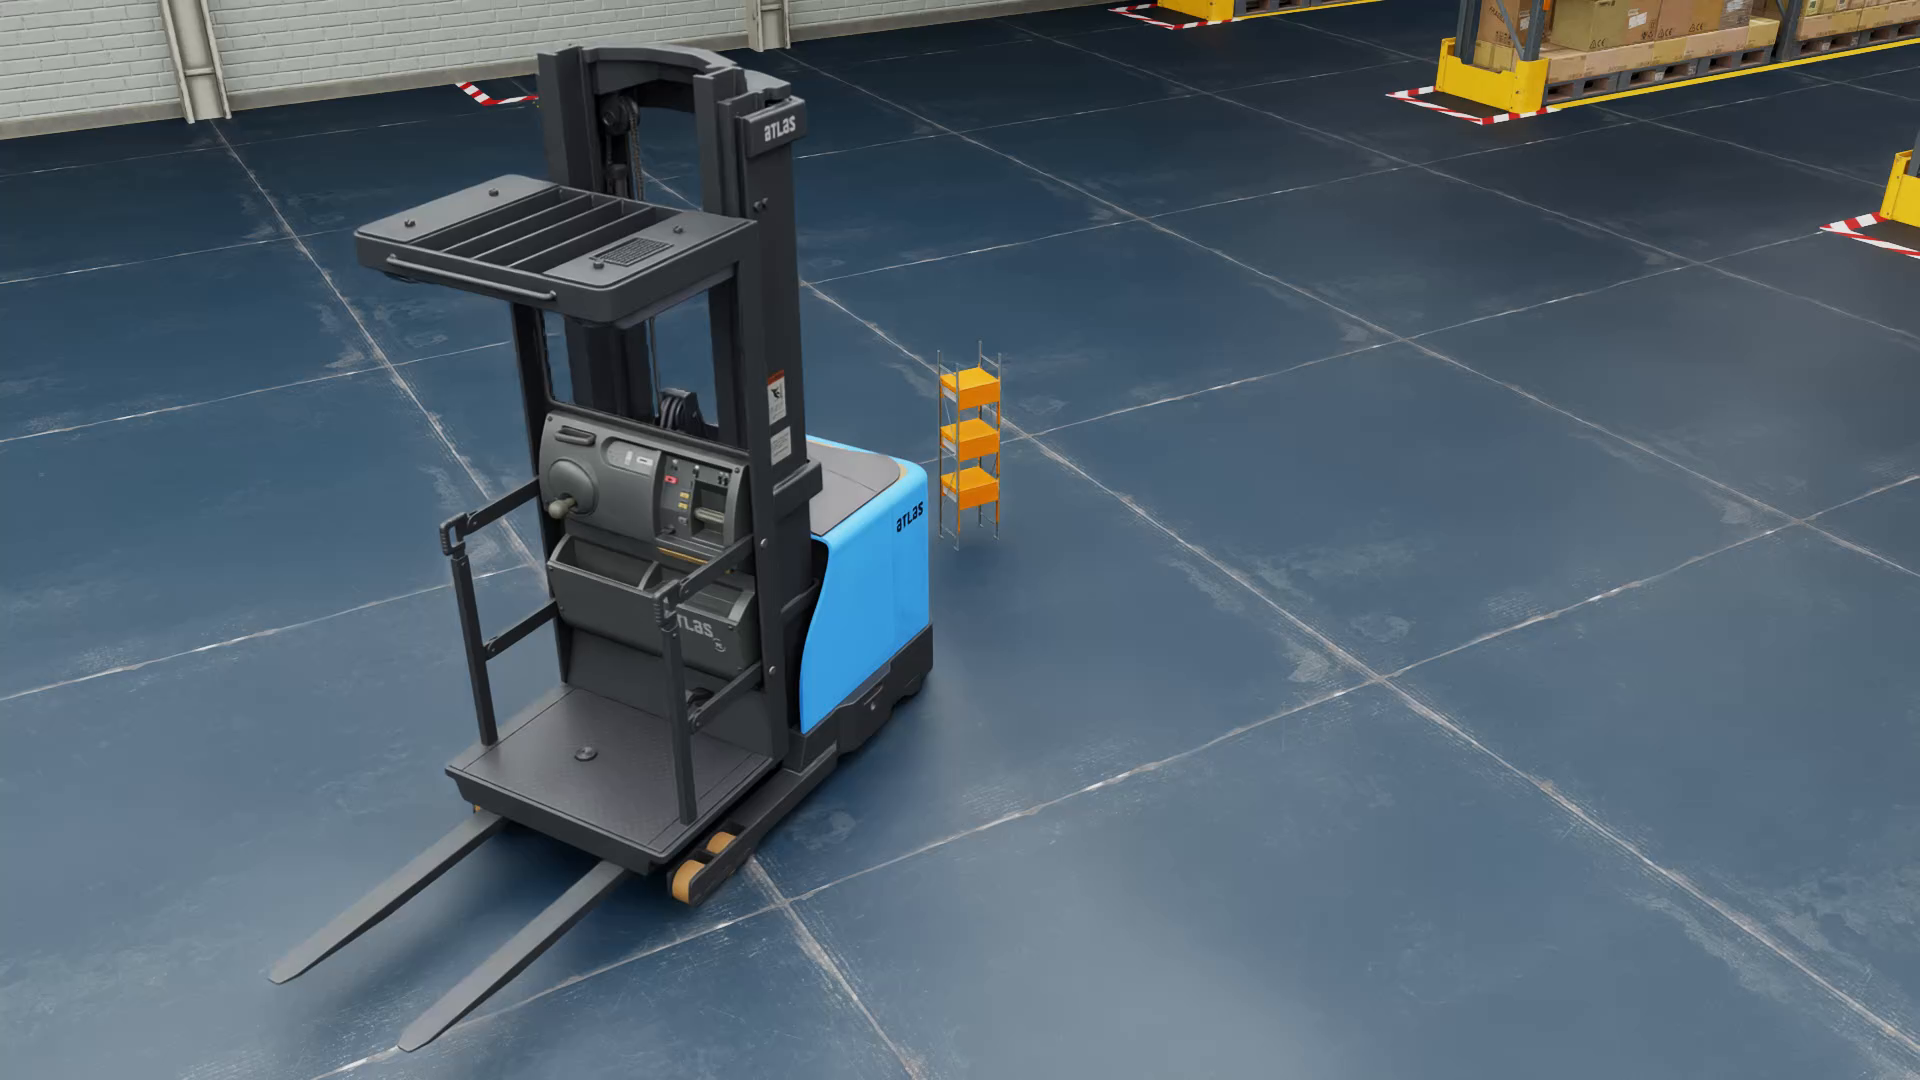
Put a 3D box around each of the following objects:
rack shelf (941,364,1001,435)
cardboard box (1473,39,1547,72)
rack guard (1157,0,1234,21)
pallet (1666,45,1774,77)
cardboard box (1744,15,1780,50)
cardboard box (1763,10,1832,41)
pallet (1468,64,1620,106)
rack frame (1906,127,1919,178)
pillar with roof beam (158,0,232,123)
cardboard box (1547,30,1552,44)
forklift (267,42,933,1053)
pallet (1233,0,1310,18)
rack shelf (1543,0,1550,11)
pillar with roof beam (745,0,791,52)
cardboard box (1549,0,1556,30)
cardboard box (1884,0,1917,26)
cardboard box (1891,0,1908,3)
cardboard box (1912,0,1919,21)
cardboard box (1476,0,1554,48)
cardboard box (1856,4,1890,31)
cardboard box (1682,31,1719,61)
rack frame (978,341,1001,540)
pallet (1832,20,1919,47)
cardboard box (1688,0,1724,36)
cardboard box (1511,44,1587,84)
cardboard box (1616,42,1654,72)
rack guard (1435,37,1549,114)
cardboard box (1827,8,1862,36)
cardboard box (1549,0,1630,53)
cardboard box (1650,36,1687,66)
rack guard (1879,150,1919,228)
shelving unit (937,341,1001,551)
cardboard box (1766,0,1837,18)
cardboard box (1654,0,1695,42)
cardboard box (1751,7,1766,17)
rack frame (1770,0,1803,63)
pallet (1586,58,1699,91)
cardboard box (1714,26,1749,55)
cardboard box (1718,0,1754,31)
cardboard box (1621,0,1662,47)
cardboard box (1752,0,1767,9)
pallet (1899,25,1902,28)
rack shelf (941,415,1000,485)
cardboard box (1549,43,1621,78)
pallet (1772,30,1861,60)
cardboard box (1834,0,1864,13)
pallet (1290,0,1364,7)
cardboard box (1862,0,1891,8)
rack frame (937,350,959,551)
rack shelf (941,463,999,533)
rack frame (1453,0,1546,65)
[{"bbox_3d":[0.046,-0.712,8.388,0.240,0.259,0.215,-16,33,-26],"label":"rack shelf"},{"bbox_3d":[5.667,-5.017,17.148,0.500,0.250,0.500,-16,33,-26],"label":"cardboard box"},{"bbox_3d":[2.907,-6.770,20.499,0.348,0.500,1.175,-16,33,-26],"label":"rack guard"},{"bbox_3d":[8.096,-5.364,18.251,1.213,0.211,1.003,-16,33,-26],"label":"pallet"},{"bbox_3d":[8.514,-5.537,18.090,0.500,0.250,0.500,-16,33,-26],"label":"cardboard box"},{"bbox_3d":[9.276,-5.737,18.453,0.500,0.250,0.500,-17,33,-27],"label":"cardboard box"},{"bbox_3d":[5.992,-4.766,17.168,1.213,0.211,1.003,-16,33,-26],"label":"pallet"},{"bbox_3d":[7.861,-3.718,12.383,0.127,3.000,1.000,-16,33,-26],"label":"rack frame"},{"bbox_3d":[-5.158,-6.273,10.803,0.400,9.000,9.100,-16,33,-26],"label":"pillar with roof beam"},{"bbox_3d":[6.092,-5.144,17.378,0.500,0.250,0.500,-16,33,-26],"label":"cardboard box"},{"bbox_3d":[-1.295,-0.163,6.012,1.130,2.935,3.031,16,32,26],"label":"forklift"},{"bbox_3d":[3.625,-6.827,20.903,1.213,0.211,1.003,-16,33,-26],"label":"pallet"},{"bbox_3d":[7.079,-5.957,17.185,4.000,0.370,1.077,-16,33,-26],"label":"rack shelf"},{"bbox_3d":[0.015,-7.742,13.464,0.400,9.000,9.100,-16,33,-26],"label":"pillar with roof beam"},{"bbox_3d":[6.521,-5.597,17.423,0.500,0.500,0.500,-16,33,-26],"label":"cardboard box"},{"bbox_3d":[10.602,-6.114,19.135,0.500,0.250,0.500,-15,32,-25],"label":"cardboard box"},{"bbox_3d":[10.610,-6.362,19.004,0.500,0.311,0.500,-15,32,-25],"label":"cardboard box"},{"bbox_3d":[11.044,-6.241,19.366,0.500,0.250,0.500,-15,32,-25],"label":"cardboard box"},{"bbox_3d":[5.666,-5.346,16.968,0.500,0.500,0.500,-16,33,-26],"label":"cardboard box"},{"bbox_3d":[10.163,-5.990,18.910,0.500,0.250,0.500,-17,33,-28],"label":"cardboard box"},{"bbox_3d":[7.654,-5.290,17.643,0.500,0.250,0.500,-16,33,-26],"label":"cardboard box"},{"bbox_3d":[0.151,-0.503,8.574,0.008,1.050,0.200,-16,33,-26],"label":"rack frame"},{"bbox_3d":[10.471,-6.038,19.473,1.213,0.211,1.003,-16,33,-26],"label":"pallet"},{"bbox_3d":[7.648,-5.624,17.471,0.500,0.500,0.500,-16,33,-26],"label":"cardboard box"},{"bbox_3d":[5.929,-4.801,16.757,0.500,0.250,0.500,-16,33,-26],"label":"cardboard box"},{"bbox_3d":[6.790,-5.047,17.203,0.500,0.250,0.500,-16,33,-26],"label":"cardboard box"},{"bbox_3d":[5.334,-4.682,16.717,0.348,0.500,1.175,-16,33,-26],"label":"rack guard"},{"bbox_3d":[9.718,-5.862,18.679,0.500,0.250,0.500,-15,32,-25],"label":"cardboard box"},{"bbox_3d":[6.359,-5.253,16.799,0.500,0.500,0.500,-16,33,-26],"label":"cardboard box"},{"bbox_3d":[7.223,-5.168,17.421,0.500,0.250,0.500,-16,33,-26],"label":"cardboard box"},{"bbox_3d":[7.902,-2.662,13.056,0.348,0.500,1.175,-16,33,-26],"label":"rack guard"},{"bbox_3d":[0.046,-0.473,8.520,0.252,1.050,0.215,-16,33,-26],"label":"shelving unit"},{"bbox_3d":[9.285,-5.985,18.321,0.500,0.311,0.500,-16,33,-26],"label":"cardboard box"},{"bbox_3d":[7.224,-5.496,17.239,0.500,0.500,0.500,-16,33,-26],"label":"cardboard box"},{"bbox_3d":[9.014,-5.964,18.864,0.500,0.250,0.500,-16,33,-27],"label":"cardboard box"},{"bbox_3d":[8.803,-6.762,17.898,0.127,3.000,1.000,-16,33,-26],"label":"rack frame"},{"bbox_3d":[7.043,-5.063,17.706,1.213,0.211,1.003,-16,33,-26],"label":"pallet"},{"bbox_3d":[8.078,-5.419,17.876,0.500,0.250,0.500,-16,33,-26],"label":"cardboard box"},{"bbox_3d":[8.077,-5.748,17.696,0.500,0.500,0.500,-16,33,-26],"label":"cardboard box"},{"bbox_3d":[6.784,-5.381,17.030,0.500,0.500,0.500,-16,33,-26],"label":"cardboard box"},{"bbox_3d":[9.007,-6.206,18.721,0.500,0.311,0.500,-16,33,-26],"label":"cardboard box"},{"bbox_3d":[11.522,-6.335,20.010,1.213,0.211,1.003,-16,33,-26],"label":"pallet"},{"bbox_3d":[0.046,-0.463,8.525,0.240,0.259,0.215,-16,33,-26],"label":"rack shelf"},{"bbox_3d":[6.359,-4.925,16.981,0.500,0.250,0.500,-16,33,-26],"label":"cardboard box"},{"bbox_3d":[9.418,-5.738,18.928,1.213,0.211,1.003,-16,33,-26],"label":"pallet"},{"bbox_3d":[9.720,-6.105,18.539,0.500,0.311,0.500,-16,33,-27],"label":"cardboard box"},{"bbox_3d":[4.676,-7.124,21.440,1.213,0.211,1.003,-16,33,-26],"label":"pallet"},{"bbox_3d":[10.165,-6.232,18.769,0.500,0.311,0.500,-17,33,-28],"label":"cardboard box"},{"bbox_3d":[-0.059,-0.443,8.466,0.008,1.050,0.200,-16,33,-26],"label":"rack frame"},{"bbox_3d":[0.046,-0.220,8.659,0.240,0.259,0.215,-16,33,-26],"label":"rack shelf"},{"bbox_3d":[5.354,-5.783,16.124,0.127,3.000,1.000,-16,33,-26],"label":"rack frame"}]
